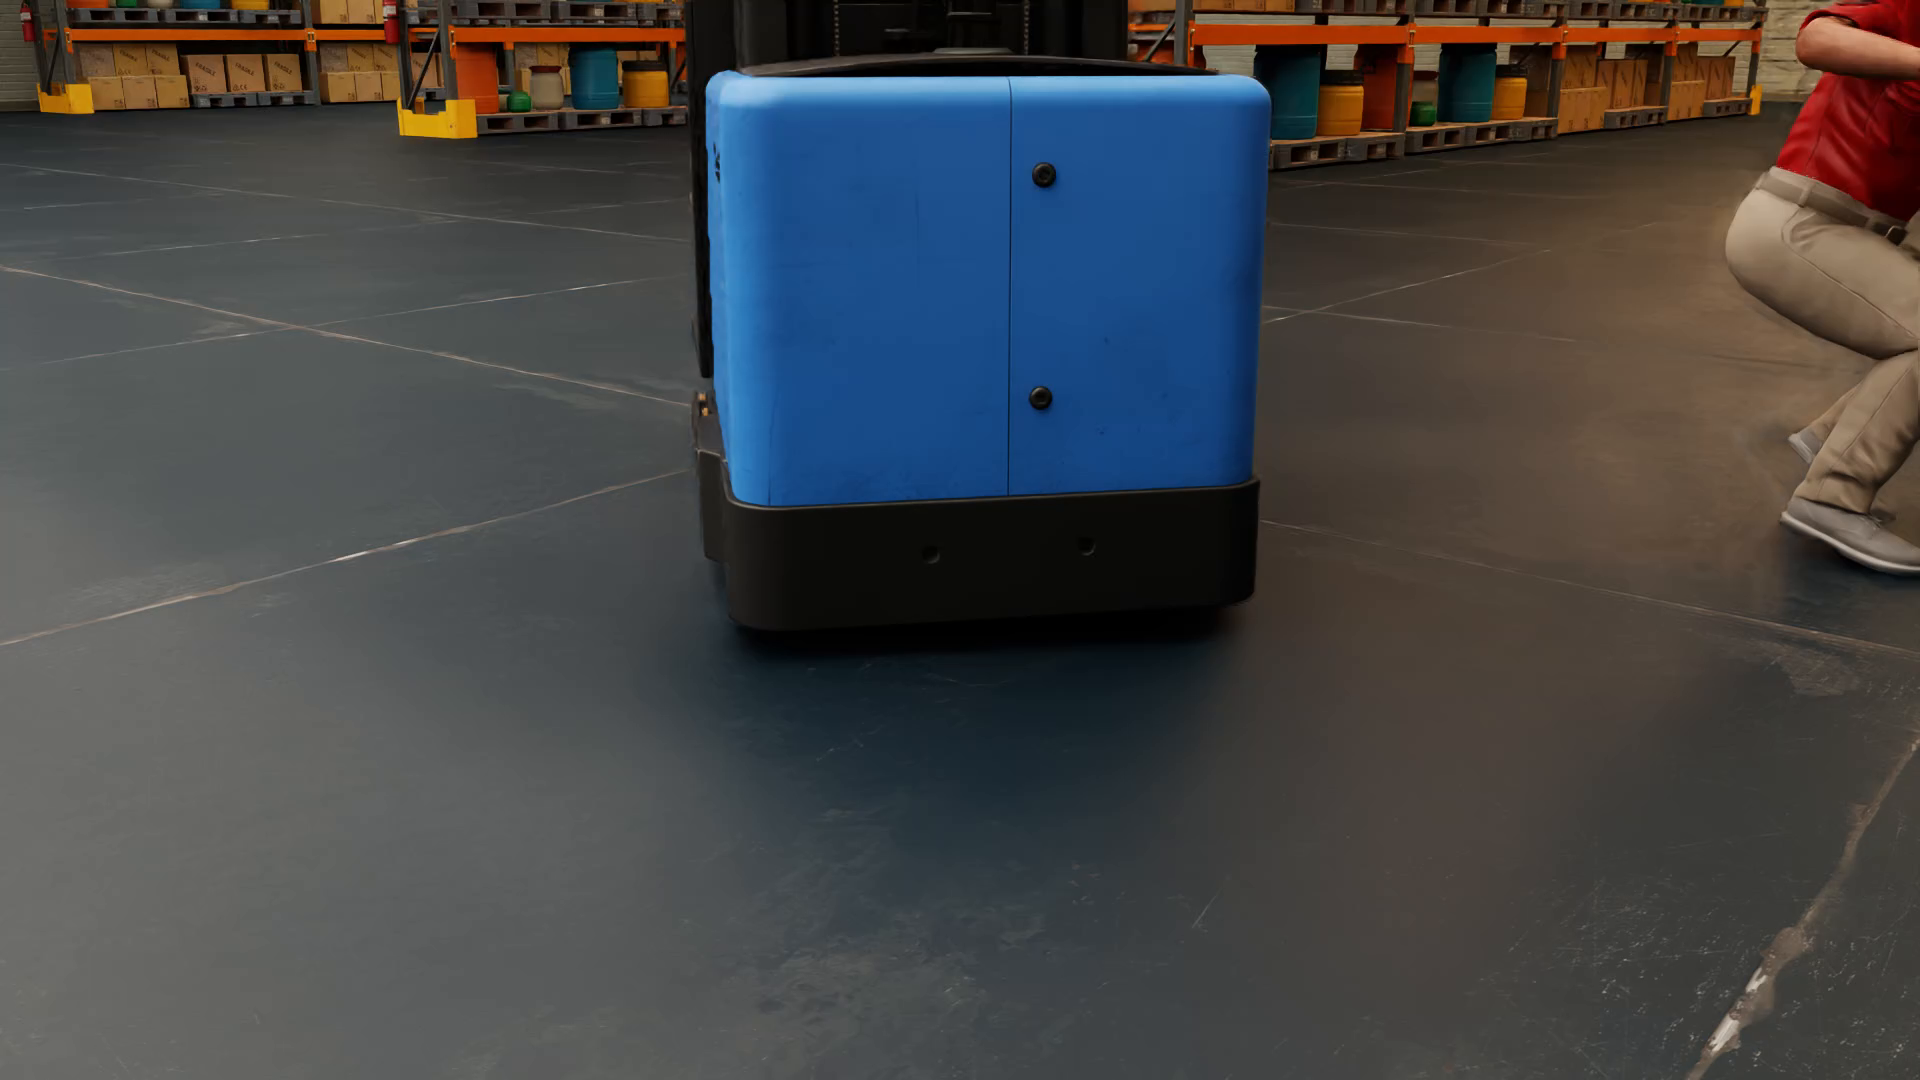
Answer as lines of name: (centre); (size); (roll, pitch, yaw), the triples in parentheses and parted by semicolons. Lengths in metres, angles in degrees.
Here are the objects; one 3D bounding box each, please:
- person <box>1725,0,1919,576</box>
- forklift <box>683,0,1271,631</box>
person: (2.209, -0.658, 3.679); (0.796, 1.485, 0.932); (-14, 22, -39)
forklift: (-0.172, -1.616, 4.219); (1.130, 2.935, 3.031); (-3, 17, -10)
